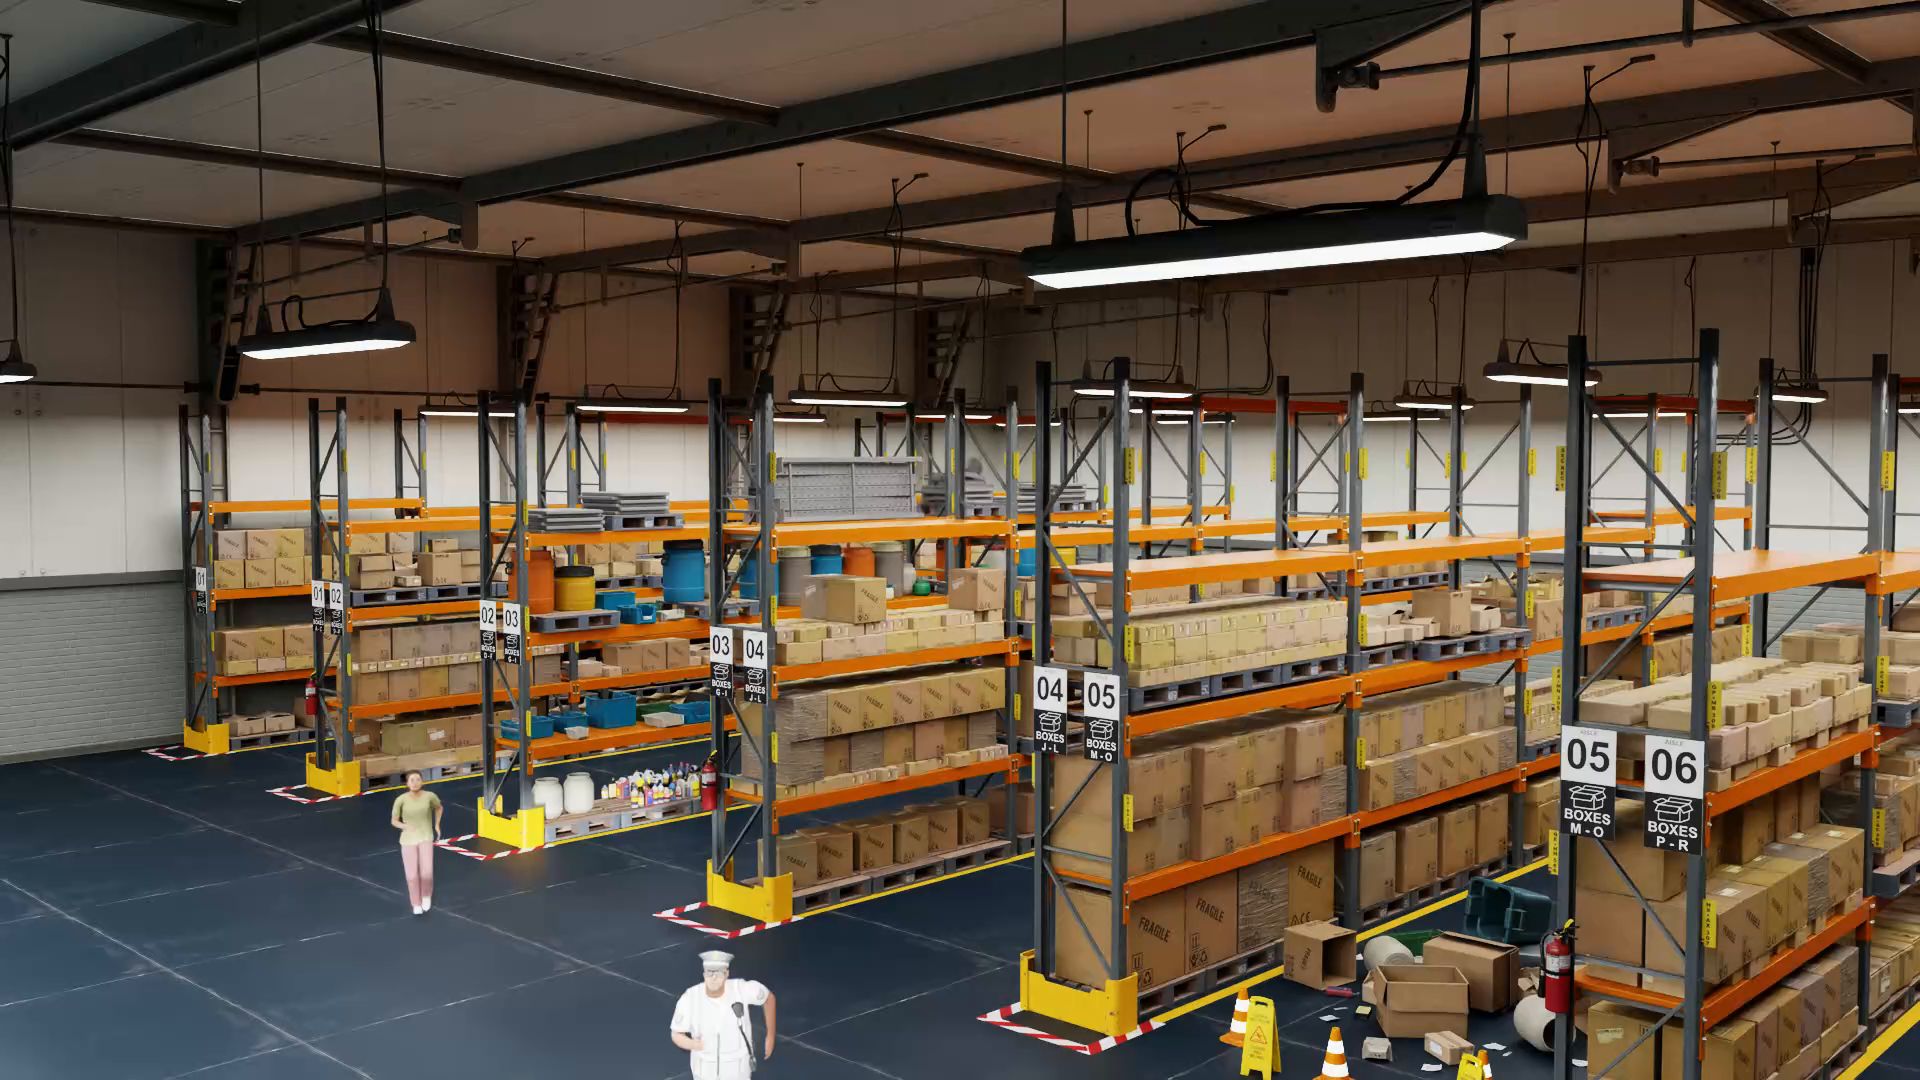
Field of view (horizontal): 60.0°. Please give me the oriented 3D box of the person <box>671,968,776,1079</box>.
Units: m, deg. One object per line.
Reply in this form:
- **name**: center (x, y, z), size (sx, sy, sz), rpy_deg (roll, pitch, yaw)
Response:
- **person**: center (-1.641, 3.704, 11.514), size (0.692, 1.736, 0.839), rpy_deg (0, 3, 0)

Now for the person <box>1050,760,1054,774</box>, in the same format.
- **person**: center (1.501, 3.063, 25.118), size (0.706, 1.539, 0.651), rpy_deg (2, 4, 37)

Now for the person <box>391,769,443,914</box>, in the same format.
- **person**: center (-6.019, 3.362, 18.458), size (0.552, 1.631, 0.589), rpy_deg (-1, 3, -19)
